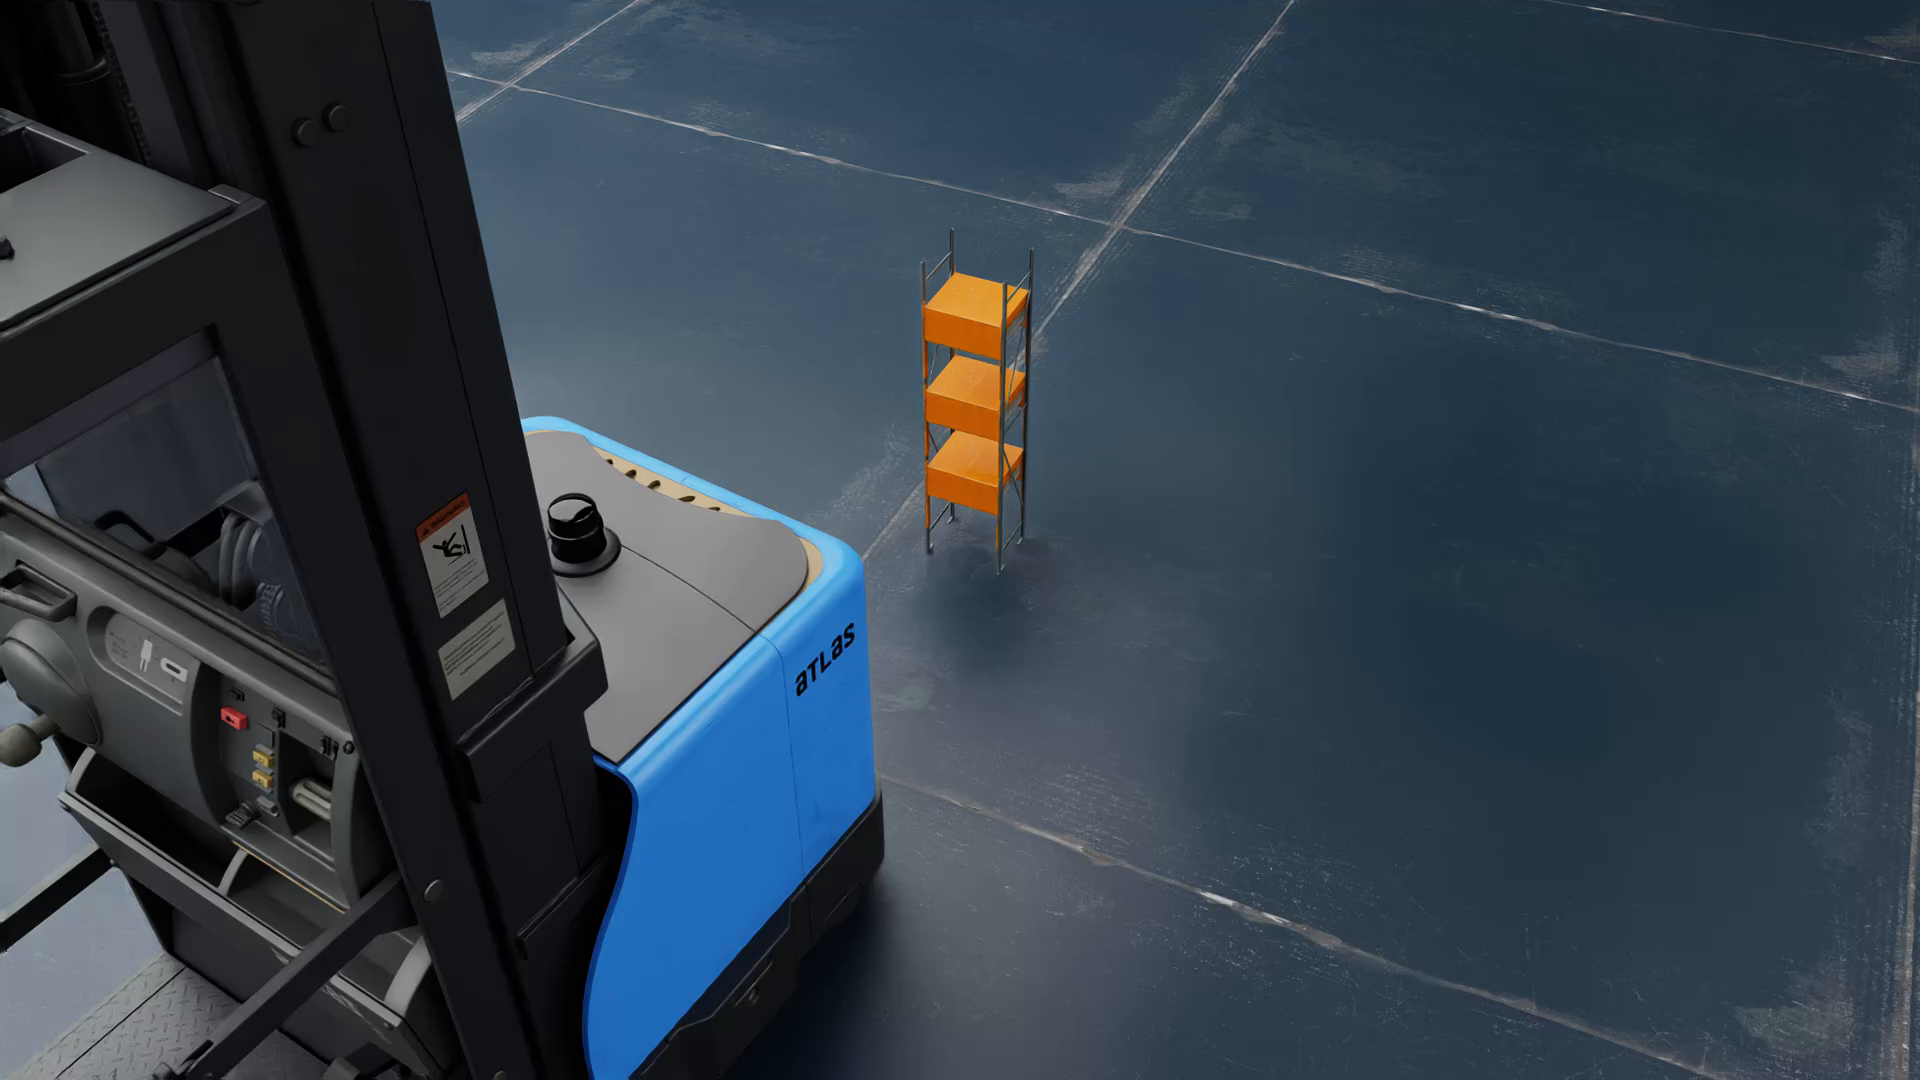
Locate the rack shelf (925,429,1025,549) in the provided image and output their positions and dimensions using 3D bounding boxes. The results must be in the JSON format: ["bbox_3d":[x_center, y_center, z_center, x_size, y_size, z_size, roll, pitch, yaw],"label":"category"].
[{"bbox_3d":[0.048,-0.164,5.078,0.240,0.259,0.215,17,44,19],"label":"rack shelf"}]

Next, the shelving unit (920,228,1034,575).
[{"bbox_3d":[0.048,-0.382,4.889,0.252,1.050,0.215,17,44,19],"label":"shelving unit"}]

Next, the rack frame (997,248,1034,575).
[{"bbox_3d":[0.159,-0.348,4.850,0.008,1.050,0.200,17,44,19],"label":"rack frame"}]

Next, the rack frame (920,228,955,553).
[{"bbox_3d":[-0.062,-0.416,4.928,0.008,1.050,0.200,17,44,19],"label":"rack frame"}]

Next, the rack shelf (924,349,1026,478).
[{"bbox_3d":[0.048,-0.374,4.896,0.240,0.259,0.215,17,44,19],"label":"rack shelf"}]

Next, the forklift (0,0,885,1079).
[{"bbox_3d":[-1.412,0.365,2.591,1.130,2.935,3.031,23,46,24],"label":"forklift"}]

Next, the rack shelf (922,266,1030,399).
[{"bbox_3d":[0.048,-0.588,4.710,0.240,0.259,0.215,17,44,19],"label":"rack shelf"}]
